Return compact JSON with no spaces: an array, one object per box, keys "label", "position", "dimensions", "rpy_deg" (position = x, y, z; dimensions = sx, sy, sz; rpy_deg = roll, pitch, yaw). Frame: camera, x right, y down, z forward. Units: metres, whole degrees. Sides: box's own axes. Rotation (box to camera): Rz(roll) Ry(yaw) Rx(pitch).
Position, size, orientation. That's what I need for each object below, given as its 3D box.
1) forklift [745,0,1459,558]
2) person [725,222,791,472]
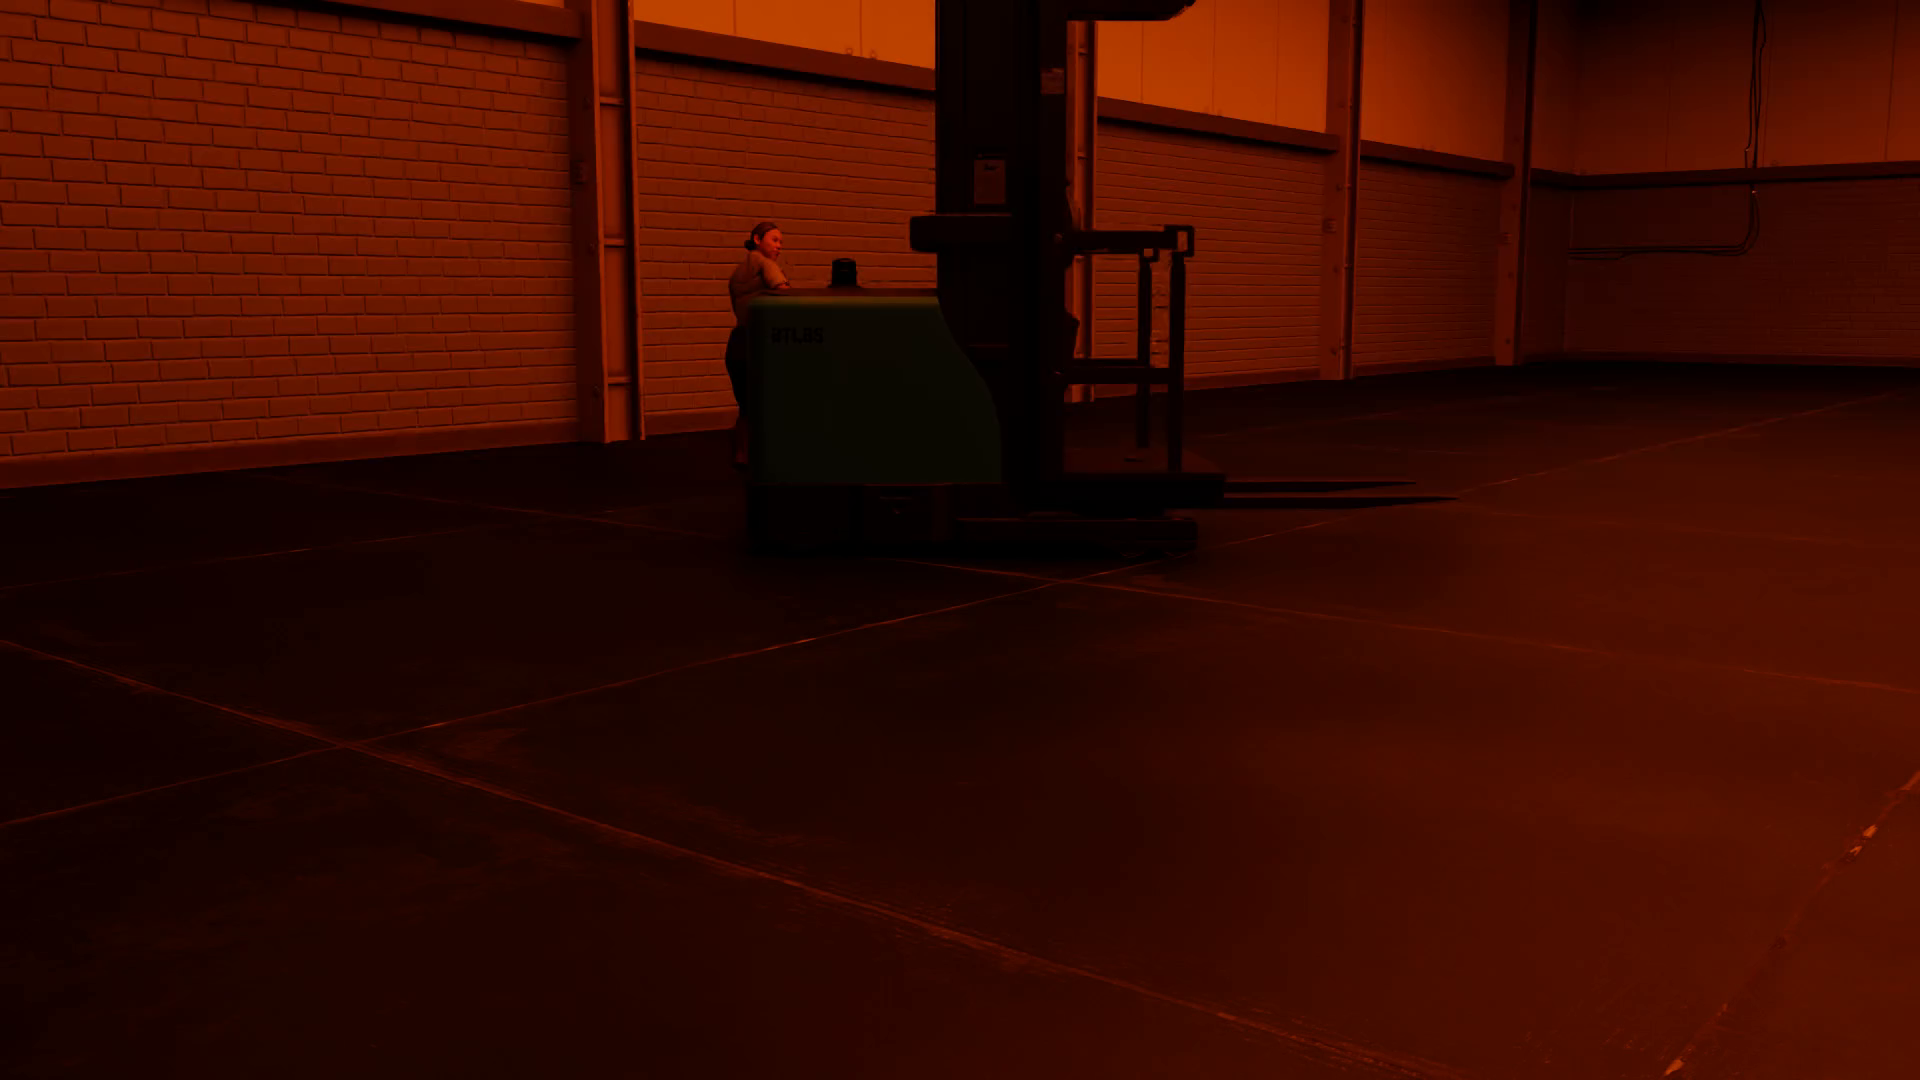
[{"label":"forklift","position":[0.611,-1.453,7.213],"dimensions":[3.031,2.935,1.130],"rpy_deg":[0,8,-1]},{"label":"person","position":[-1.052,-1.119,9.892],"dimensions":[0.803,1.524,0.797],"rpy_deg":[5,10,31]}]
